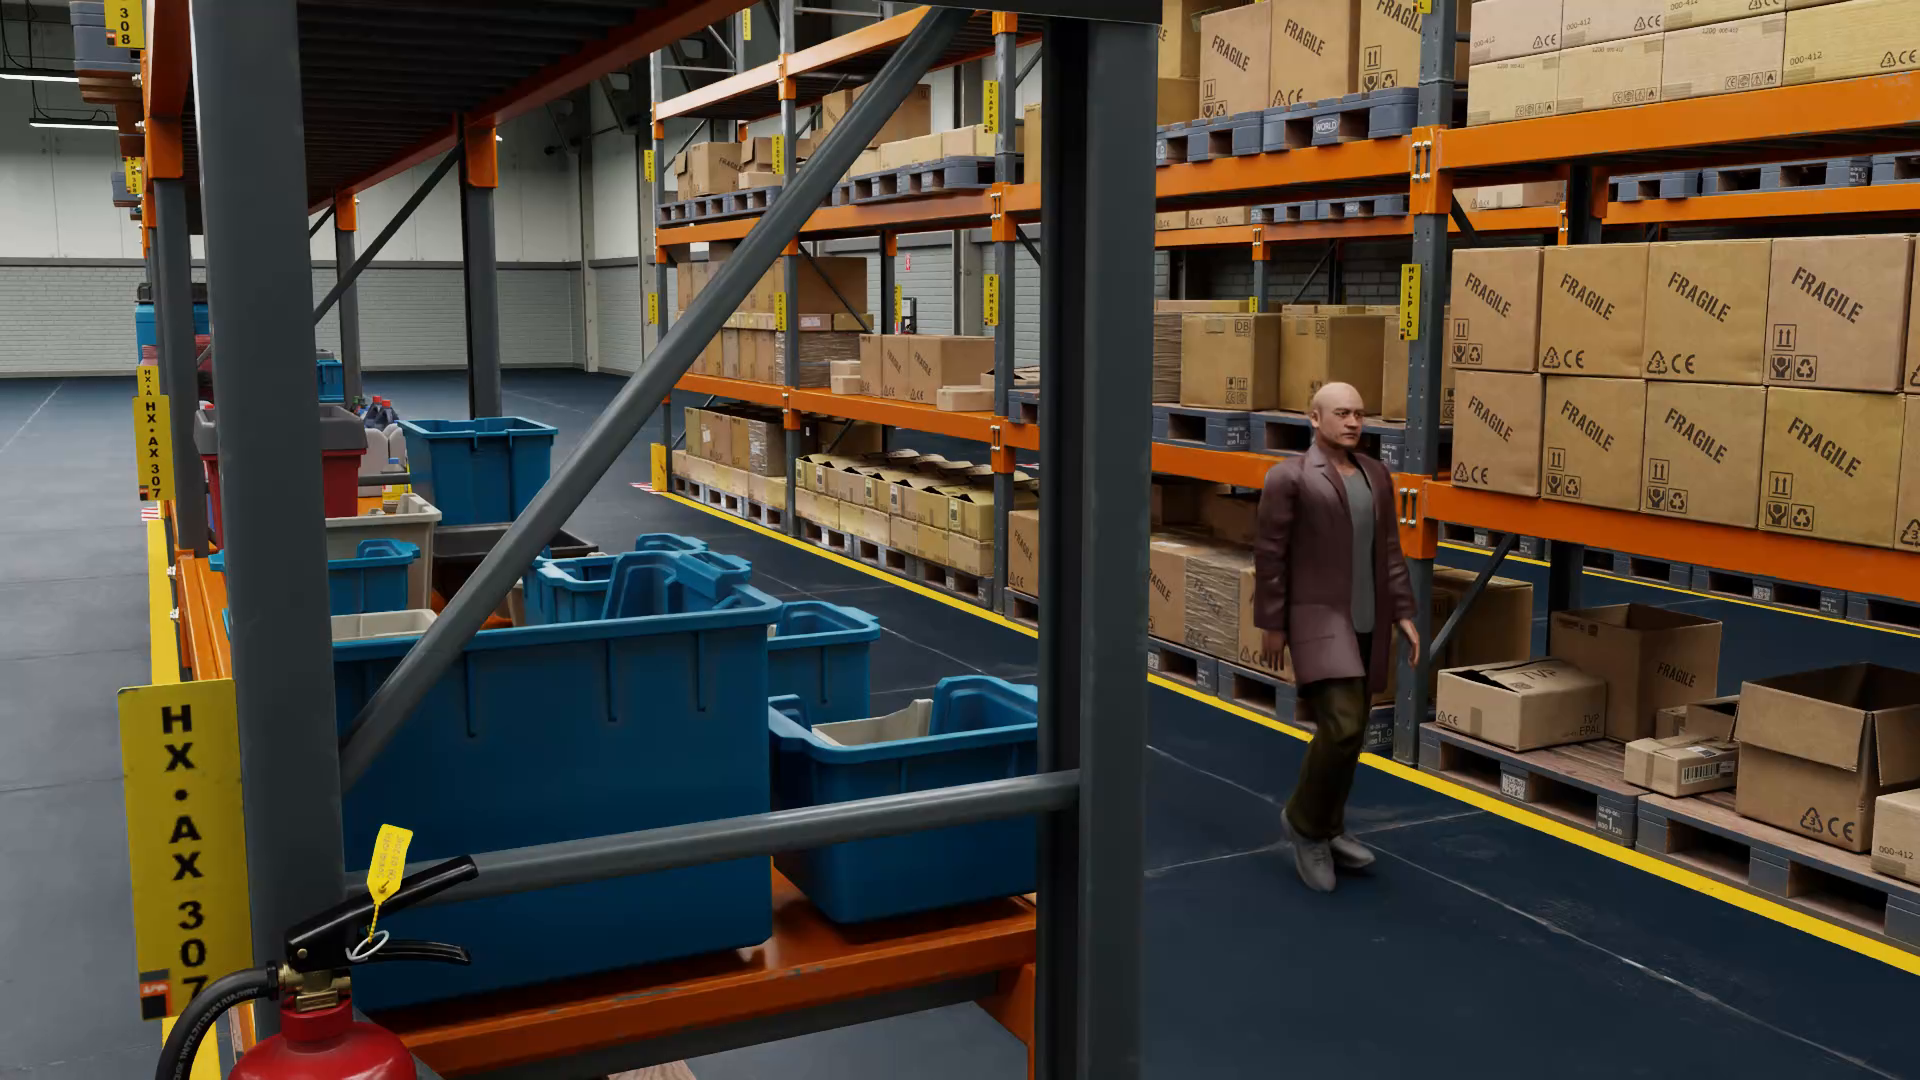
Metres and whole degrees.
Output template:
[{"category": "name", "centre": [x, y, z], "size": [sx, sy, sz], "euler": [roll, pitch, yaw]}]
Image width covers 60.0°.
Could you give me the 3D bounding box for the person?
[{"category": "person", "centre": [1.390, 0.348, 6.003], "size": [0.581, 1.822, 0.500], "euler": [-5, 10, -29]}]
